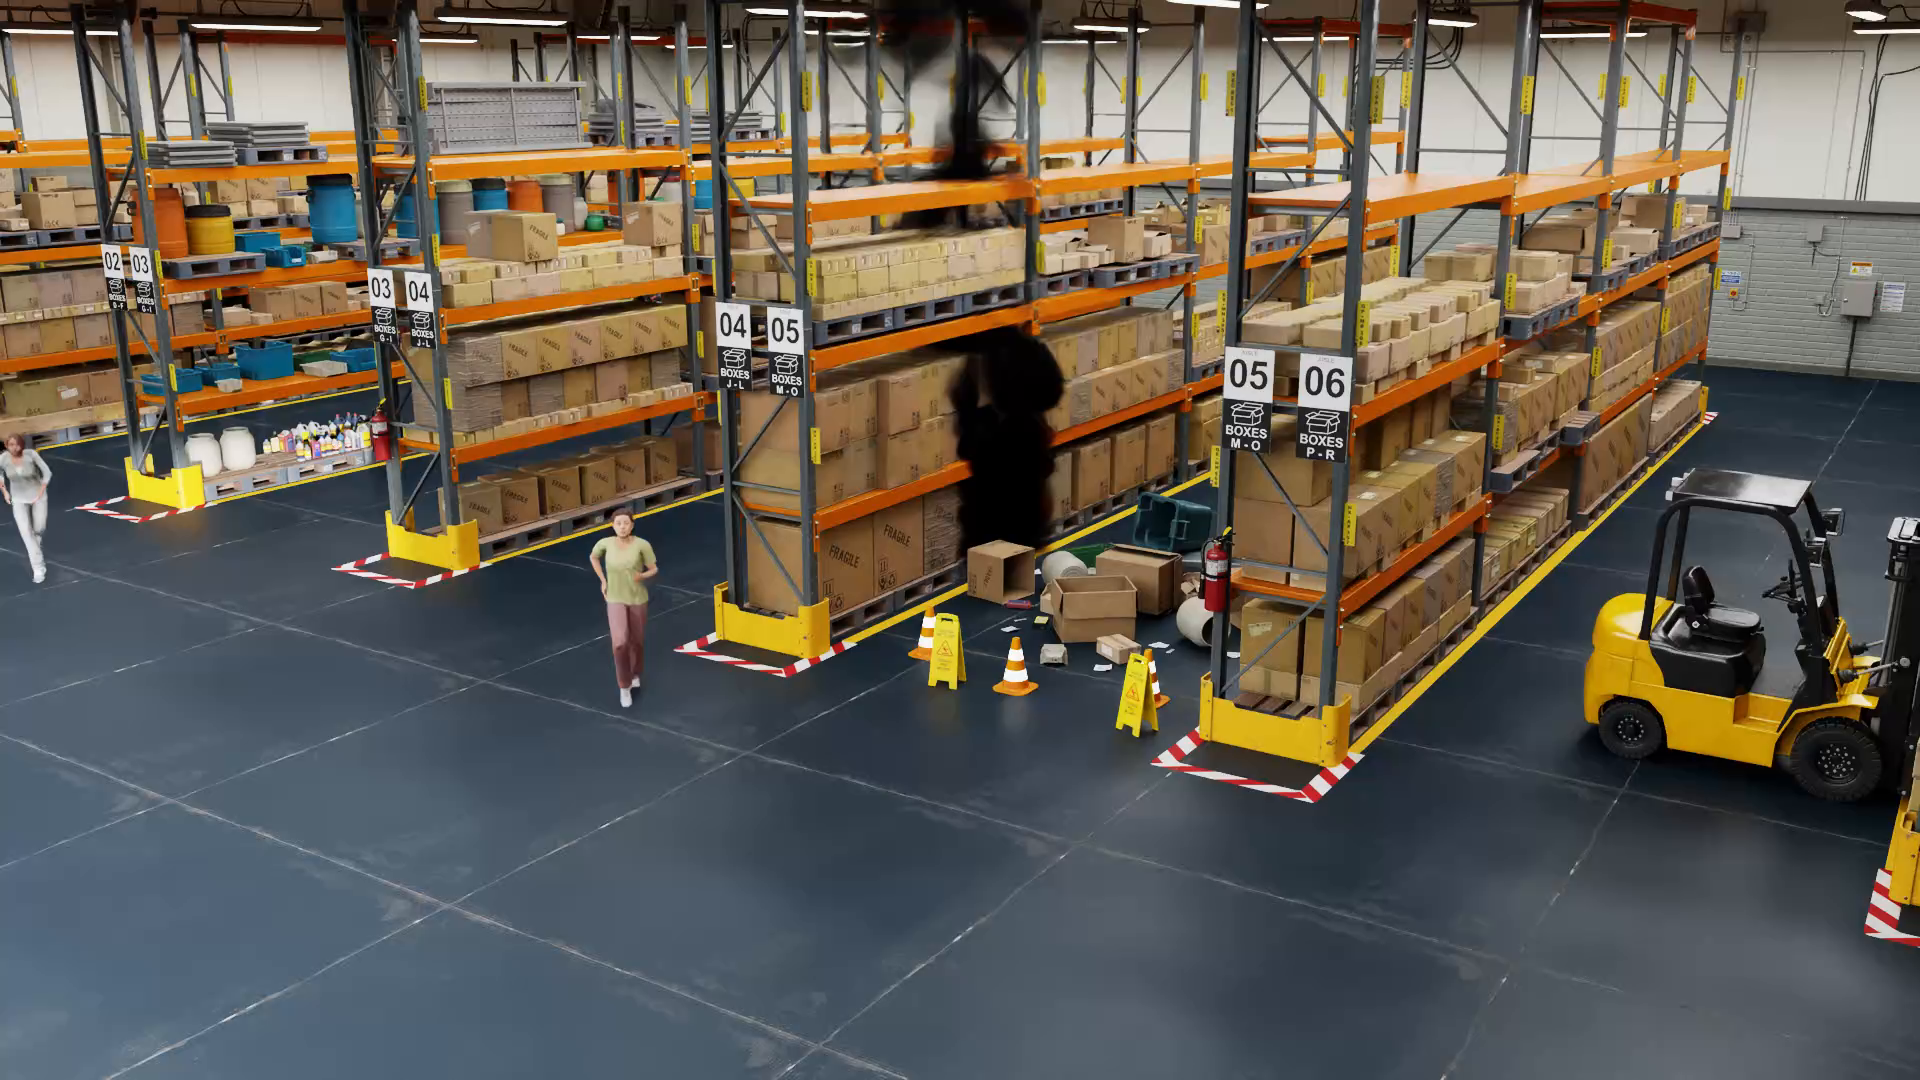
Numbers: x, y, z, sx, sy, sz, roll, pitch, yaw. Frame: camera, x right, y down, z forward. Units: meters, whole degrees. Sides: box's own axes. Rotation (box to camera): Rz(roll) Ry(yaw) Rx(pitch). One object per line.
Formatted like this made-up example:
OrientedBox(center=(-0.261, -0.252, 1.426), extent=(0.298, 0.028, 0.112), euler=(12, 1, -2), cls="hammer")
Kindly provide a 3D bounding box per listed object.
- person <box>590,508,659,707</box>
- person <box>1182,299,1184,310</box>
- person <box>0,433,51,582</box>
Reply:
OrientedBox(center=(-2.837, 0.557, 14.138), extent=(0.571, 1.704, 0.659), euler=(-3, 16, -11), cls="person")
OrientedBox(center=(3.607, -3.018, 26.646), extent=(0.702, 1.762, 1.065), euler=(9, 18, 30), cls="person")
OrientedBox(center=(-10.000, -0.412, 17.830), extent=(0.536, 1.587, 0.954), euler=(-8, 17, -26), cls="person")
